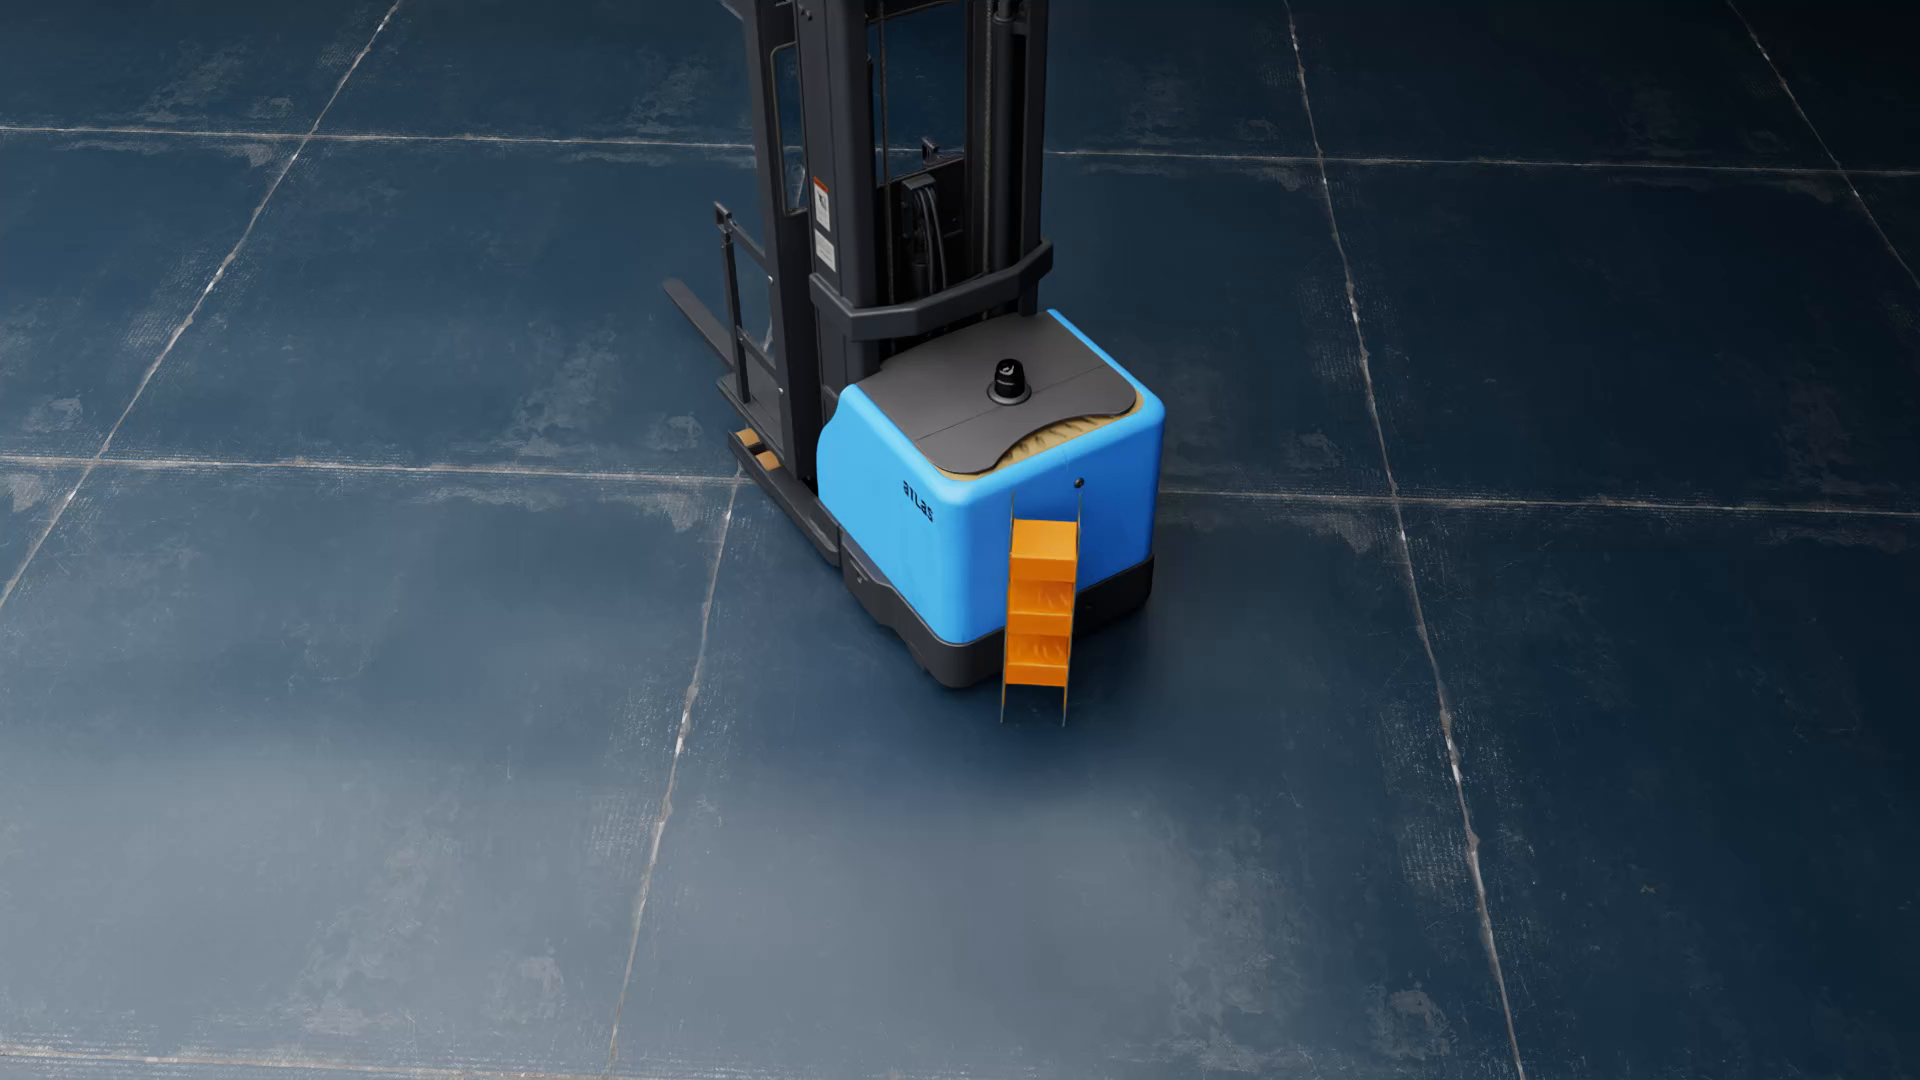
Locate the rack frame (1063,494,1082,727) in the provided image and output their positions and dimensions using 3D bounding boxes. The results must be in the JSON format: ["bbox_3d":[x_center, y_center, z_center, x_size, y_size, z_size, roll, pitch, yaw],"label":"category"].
[{"bbox_3d":[0.421,0.285,6.259,0.008,1.050,0.200,3,43,2],"label":"rack frame"}]

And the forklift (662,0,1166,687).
[{"bbox_3d":[-0.412,-1.468,6.761,1.130,2.935,3.031,-23,48,-23],"label":"forklift"}]

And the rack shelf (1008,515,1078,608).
[{"bbox_3d":[0.303,0.079,6.077,0.240,0.259,0.215,3,43,2],"label":"rack shelf"}]

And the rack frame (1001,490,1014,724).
[{"bbox_3d":[0.178,0.272,6.269,0.008,1.050,0.200,3,43,2],"label":"rack frame"}]

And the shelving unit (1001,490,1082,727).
[{"bbox_3d":[0.299,0.279,6.264,0.252,1.050,0.215,3,43,2],"label":"shelving unit"}]

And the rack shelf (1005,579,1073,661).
[{"bbox_3d":[0.299,0.286,6.271,0.240,0.259,0.215,3,43,2],"label":"rack shelf"}]

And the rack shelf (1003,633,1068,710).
[{"bbox_3d":[0.296,0.490,6.461,0.240,0.259,0.215,3,43,2],"label":"rack shelf"}]
